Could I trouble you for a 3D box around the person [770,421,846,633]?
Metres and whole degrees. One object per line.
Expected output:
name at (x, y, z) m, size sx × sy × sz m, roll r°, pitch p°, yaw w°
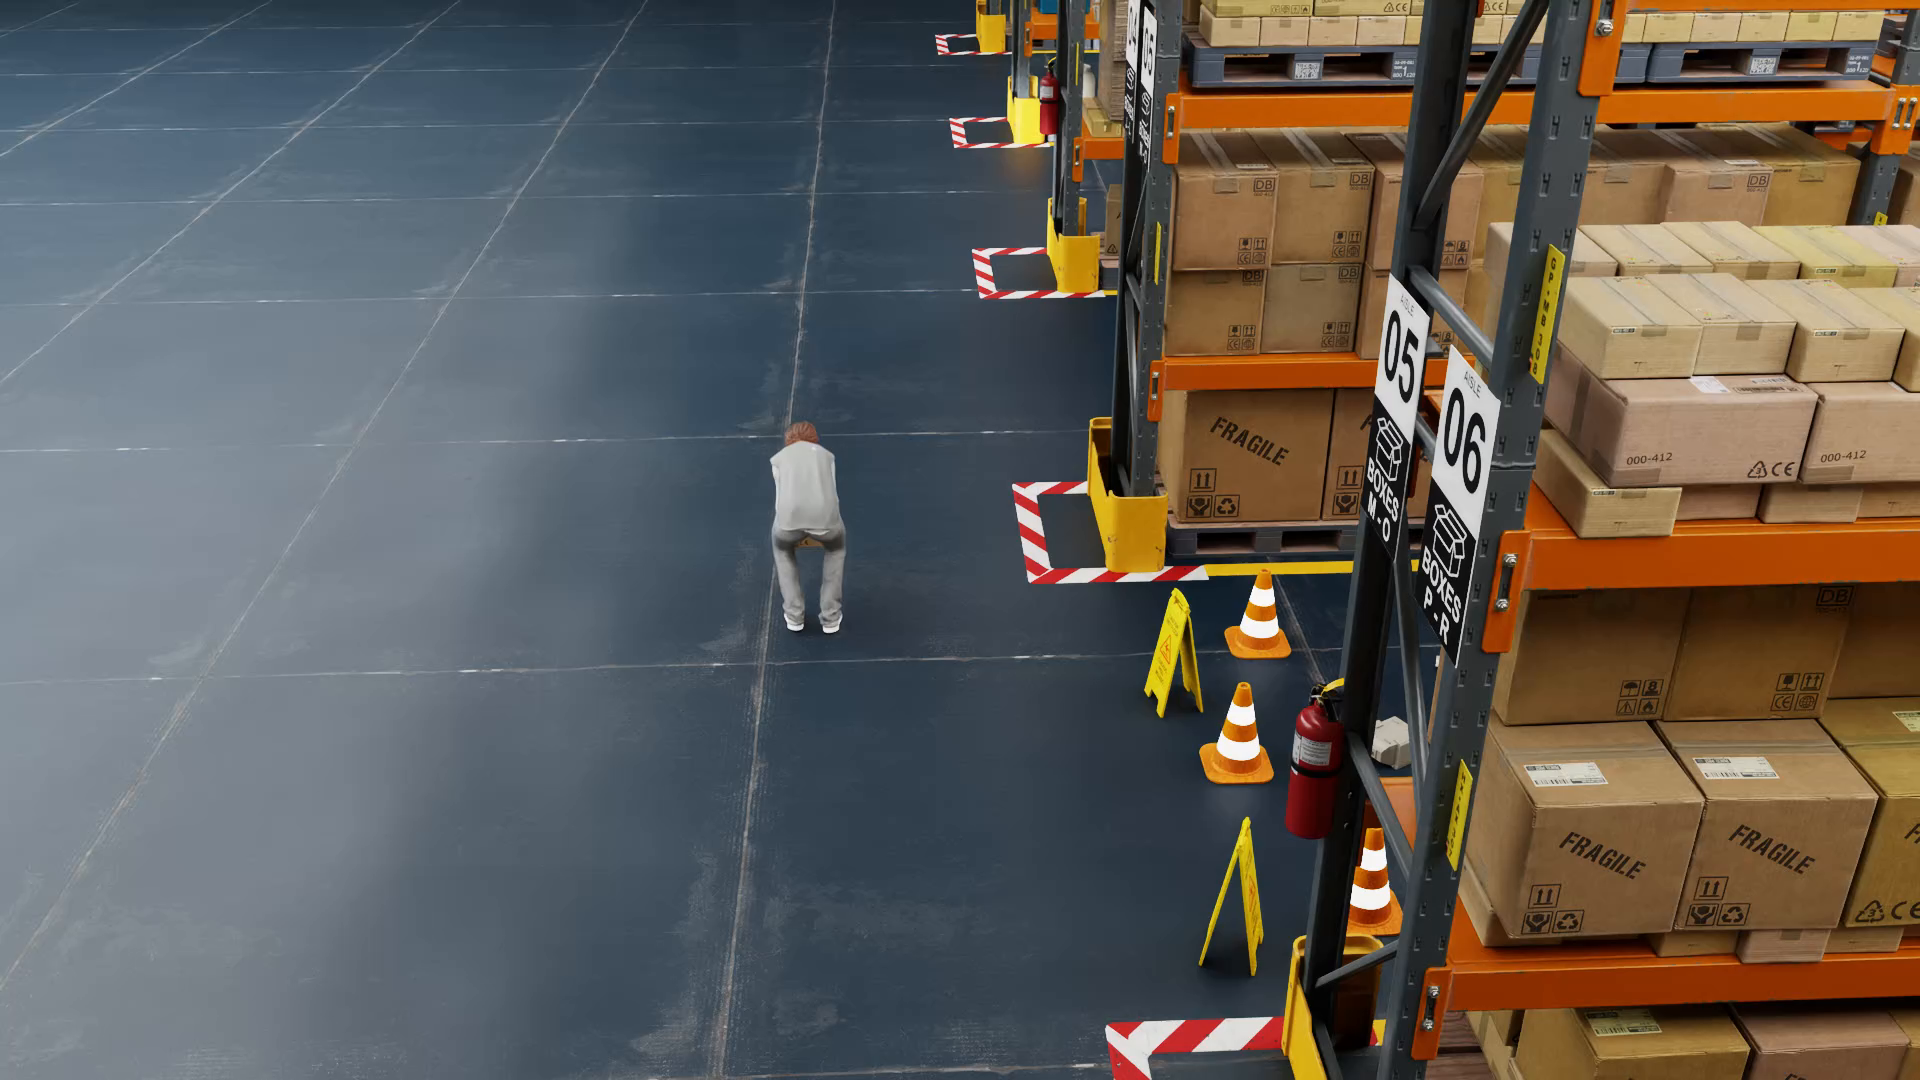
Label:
person at (-0.849, -0.055, 9.331) m, size 0.408 × 1.040 × 0.855 m, roll -3°, pitch 28°, yaw -5°
